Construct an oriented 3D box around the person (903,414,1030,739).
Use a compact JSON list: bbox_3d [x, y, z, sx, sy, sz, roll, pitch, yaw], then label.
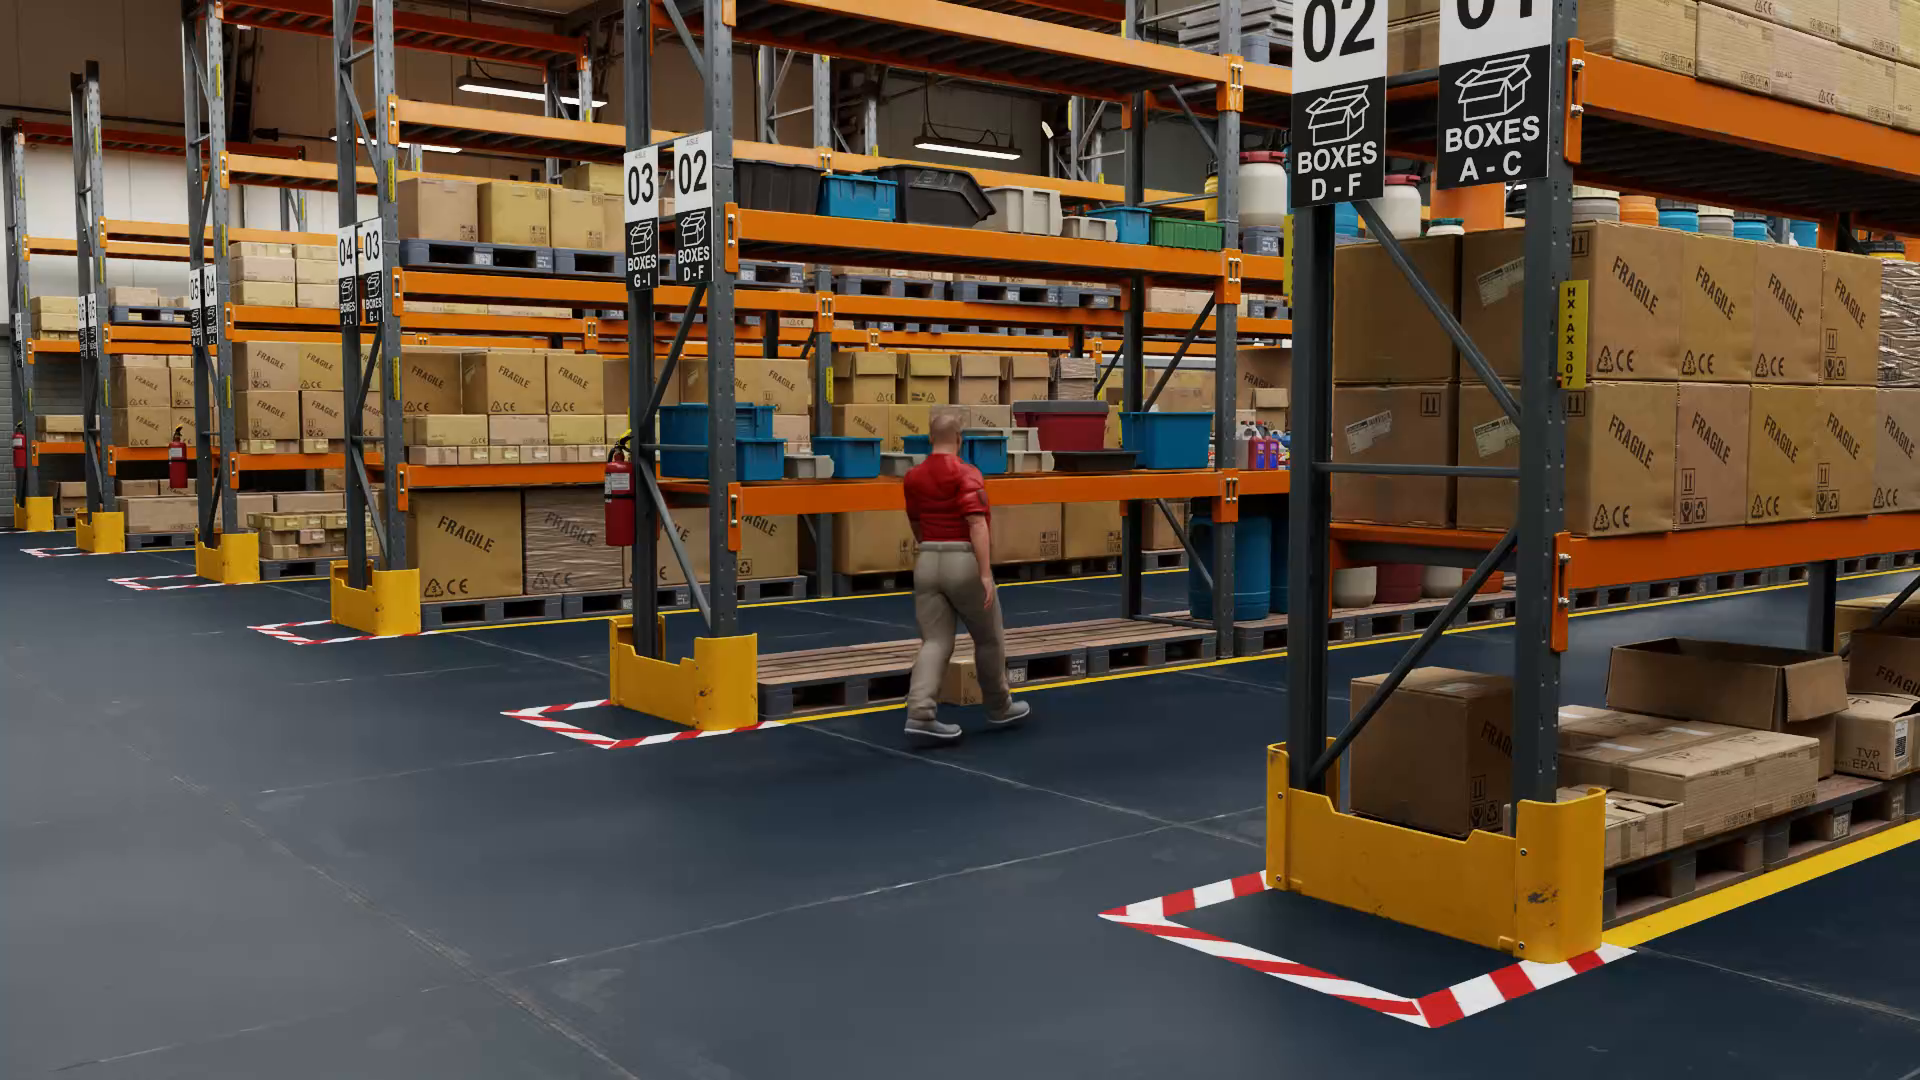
[{"bbox_3d":[0.027,0.172,8.734,0.632,1.665,0.976,3,5,31],"label":"person"}]
